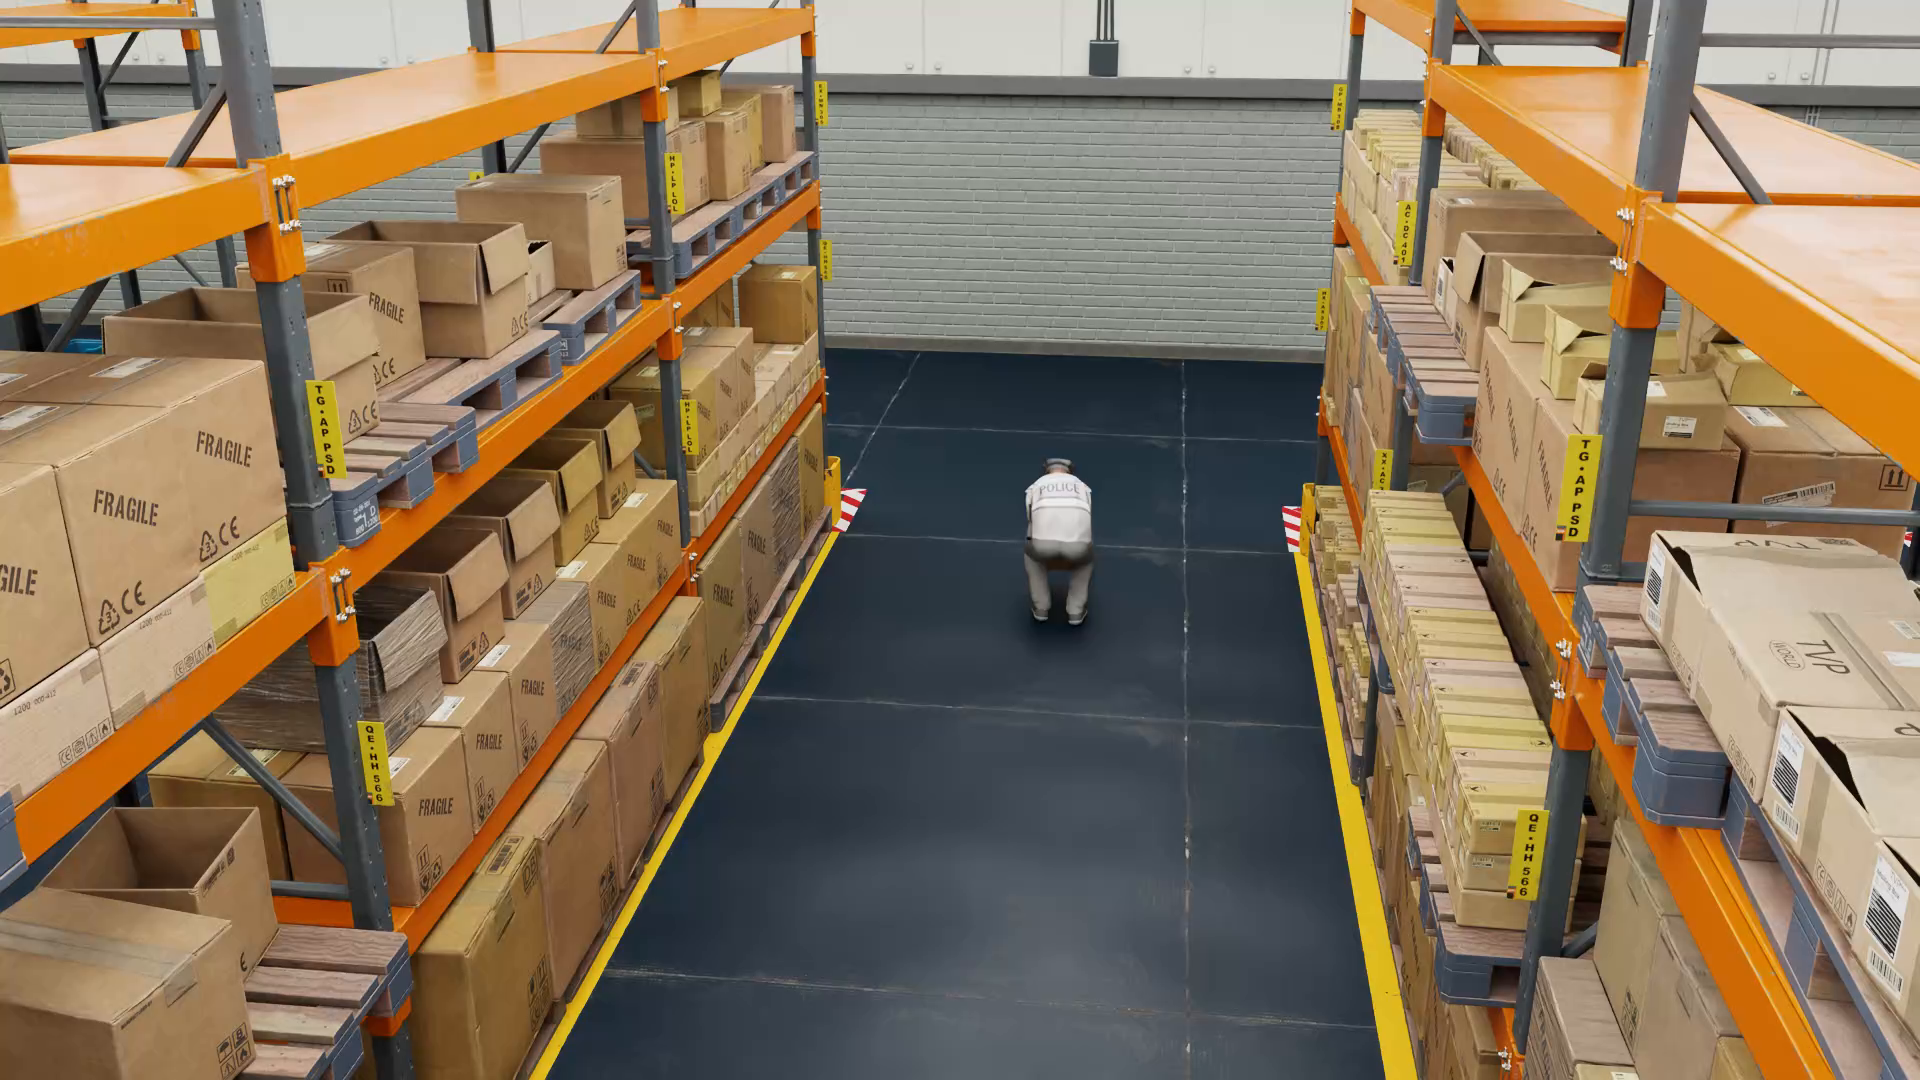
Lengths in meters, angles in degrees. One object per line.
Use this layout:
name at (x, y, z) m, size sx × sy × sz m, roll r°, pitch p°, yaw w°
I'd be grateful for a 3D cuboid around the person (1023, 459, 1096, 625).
person at (0.724, 0.014, 12.041) m, size 0.528 × 1.035 × 1.026 m, roll 2°, pitch 21°, yaw 4°
